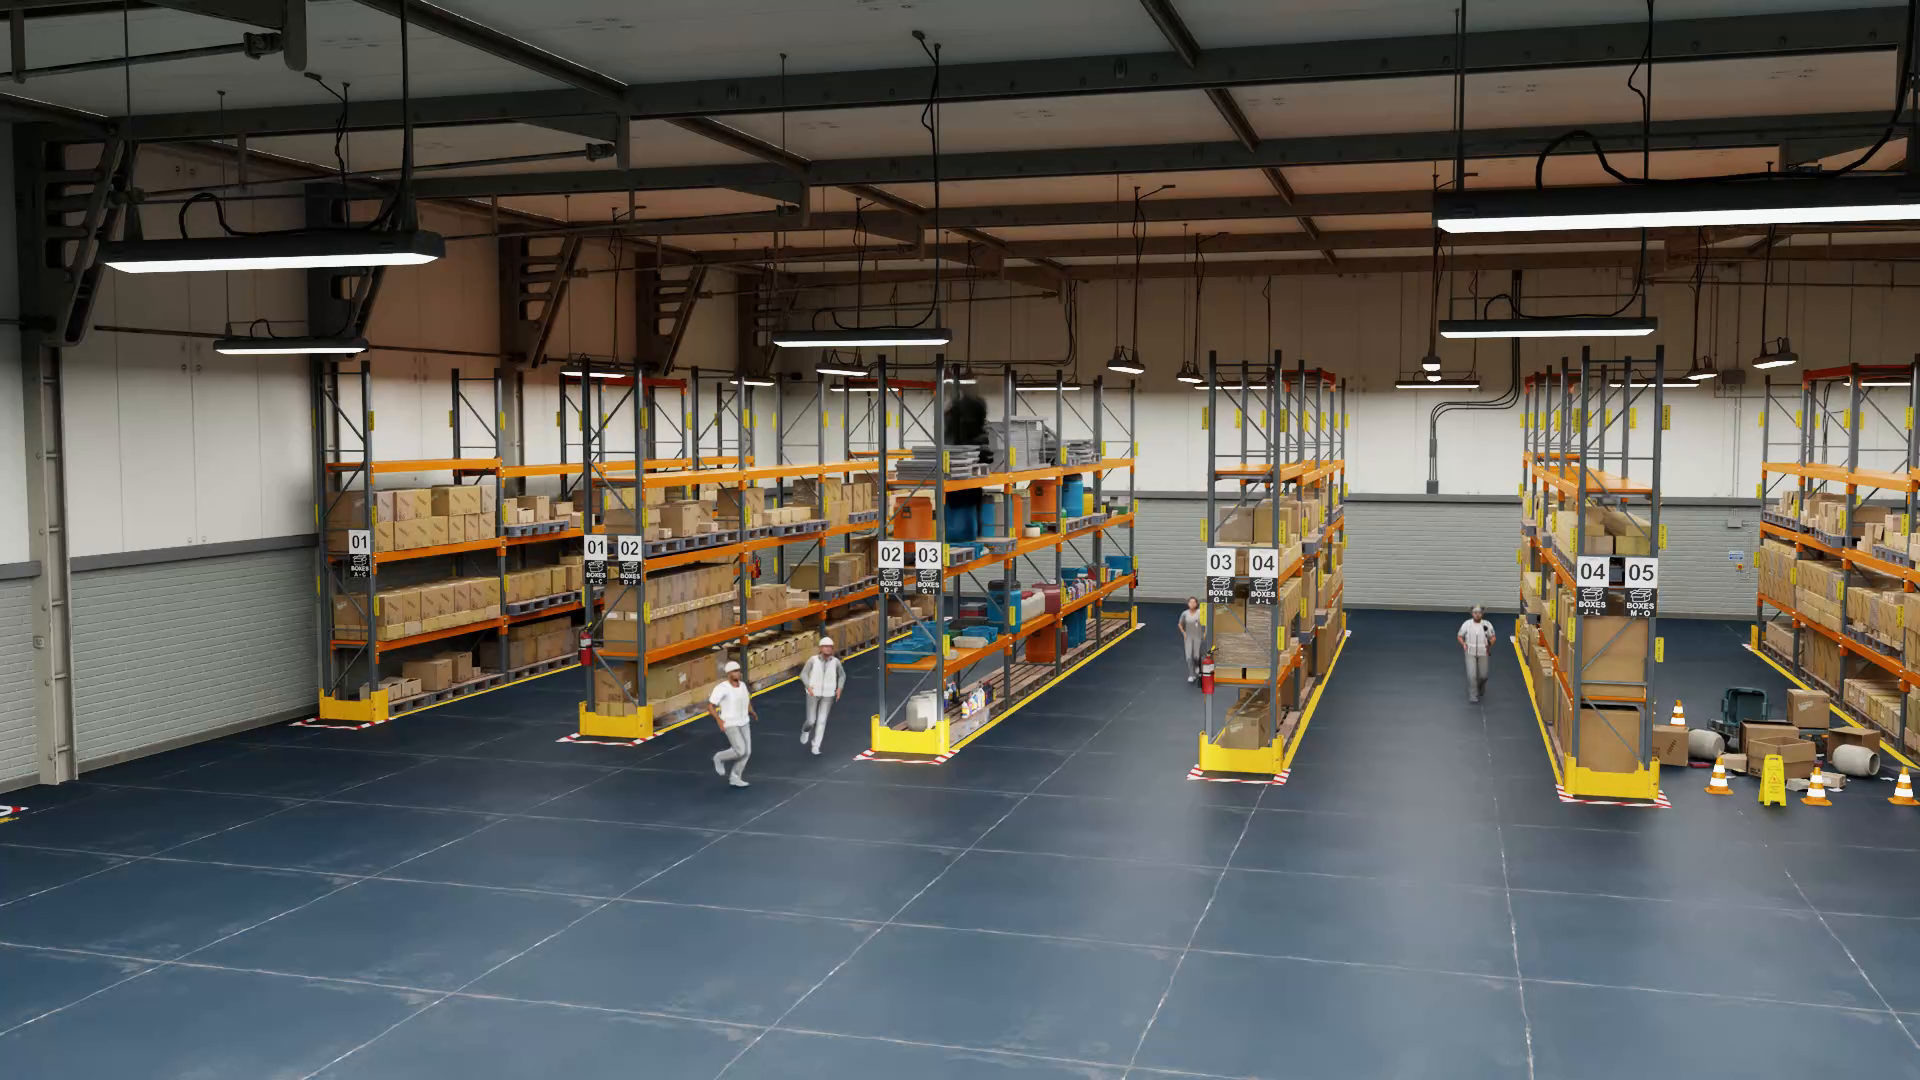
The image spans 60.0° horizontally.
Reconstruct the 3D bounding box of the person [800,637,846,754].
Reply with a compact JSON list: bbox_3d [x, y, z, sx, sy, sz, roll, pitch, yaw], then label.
[{"bbox_3d":[-2.078,2.305,25.300,0.697,1.684,0.627,-1,4,-11],"label":"person"}]

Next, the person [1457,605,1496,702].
[{"bbox_3d":[9.229,1.981,29.720,0.661,1.672,0.628,1,4,14],"label":"person"}]

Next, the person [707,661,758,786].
[{"bbox_3d":[-3.103,2.519,22.848,0.578,1.711,0.718,3,5,39],"label":"person"}]

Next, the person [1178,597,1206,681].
[{"bbox_3d":[4.504,1.914,32.060,0.596,1.610,0.588,1,4,14],"label":"person"}]
